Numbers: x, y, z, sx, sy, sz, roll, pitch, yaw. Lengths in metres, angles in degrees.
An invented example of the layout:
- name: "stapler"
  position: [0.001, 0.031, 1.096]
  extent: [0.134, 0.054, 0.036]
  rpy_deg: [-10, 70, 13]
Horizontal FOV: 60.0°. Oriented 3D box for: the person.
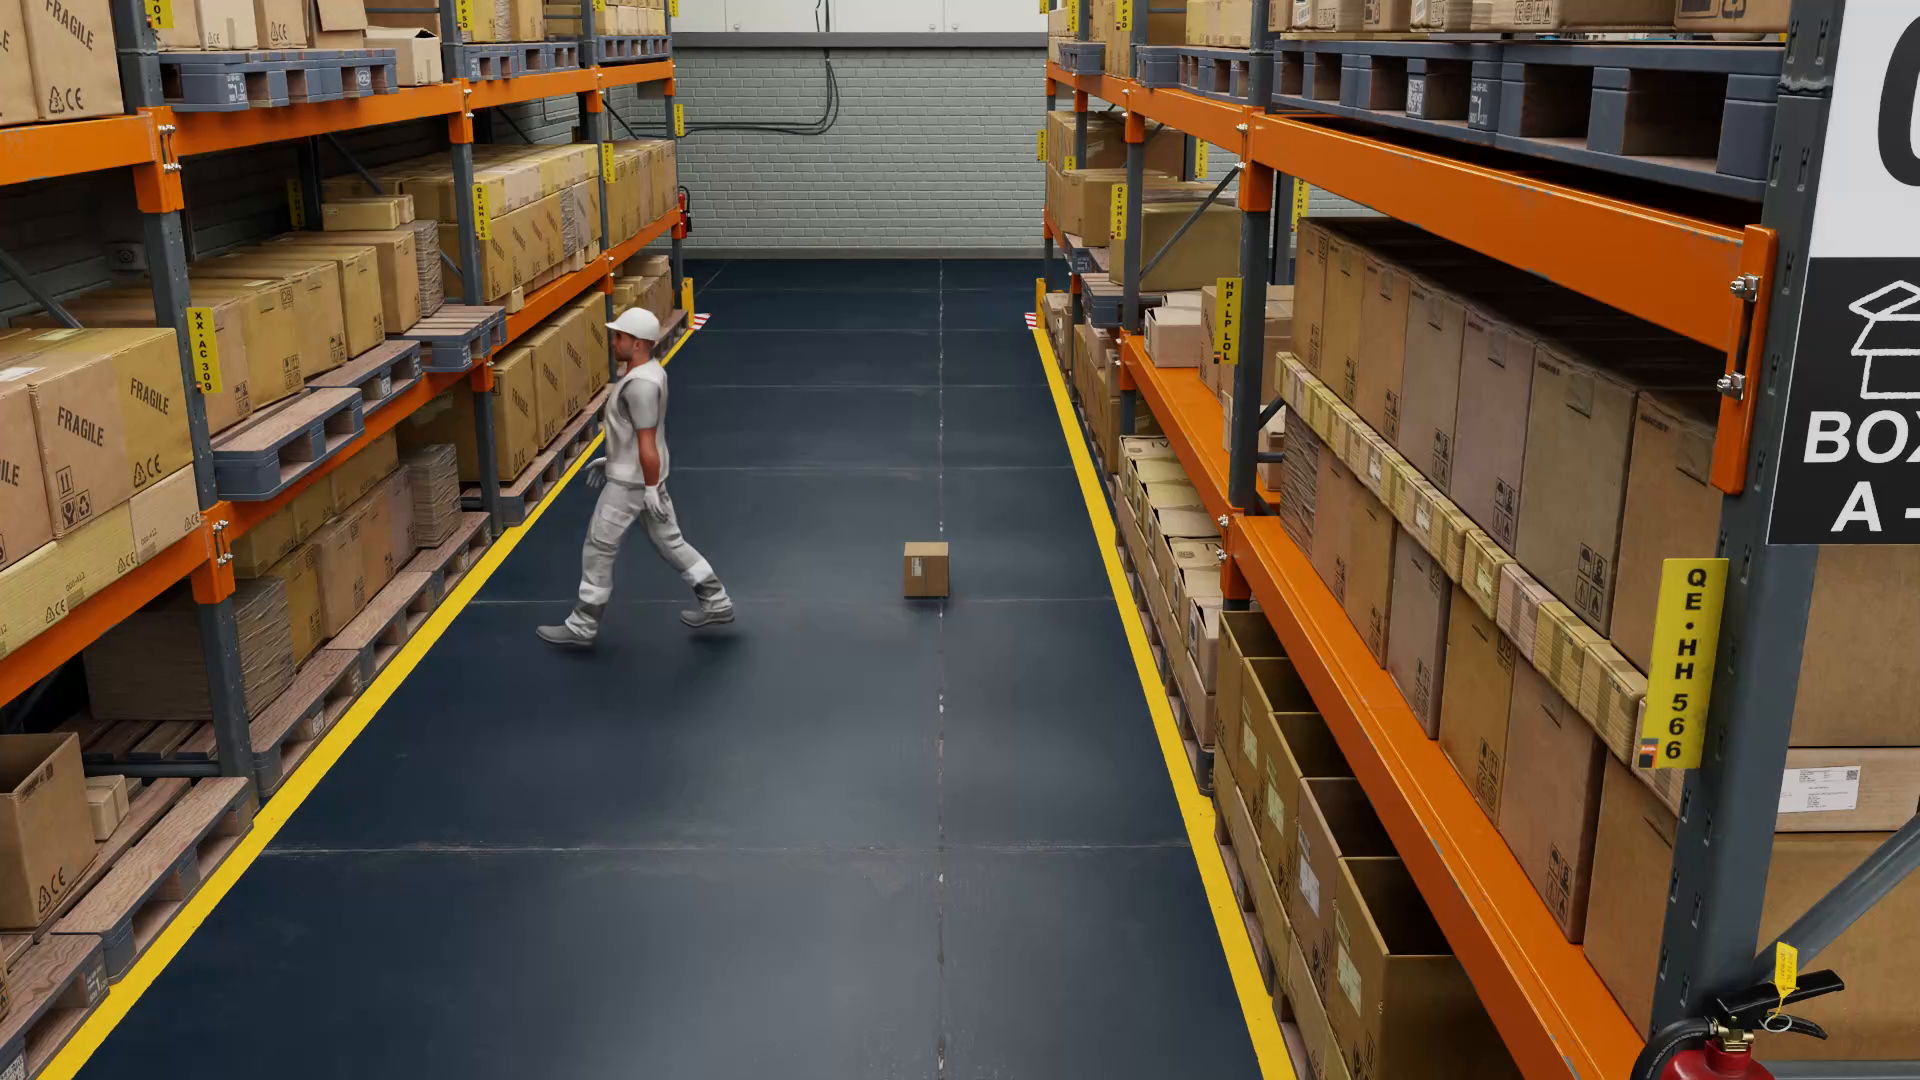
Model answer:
- name: "person"
  position: [-1.706, -0.324, 8.578]
  extent: [1.009, 1.748, 0.544]
  rpy_deg: [0, 17, 0]
